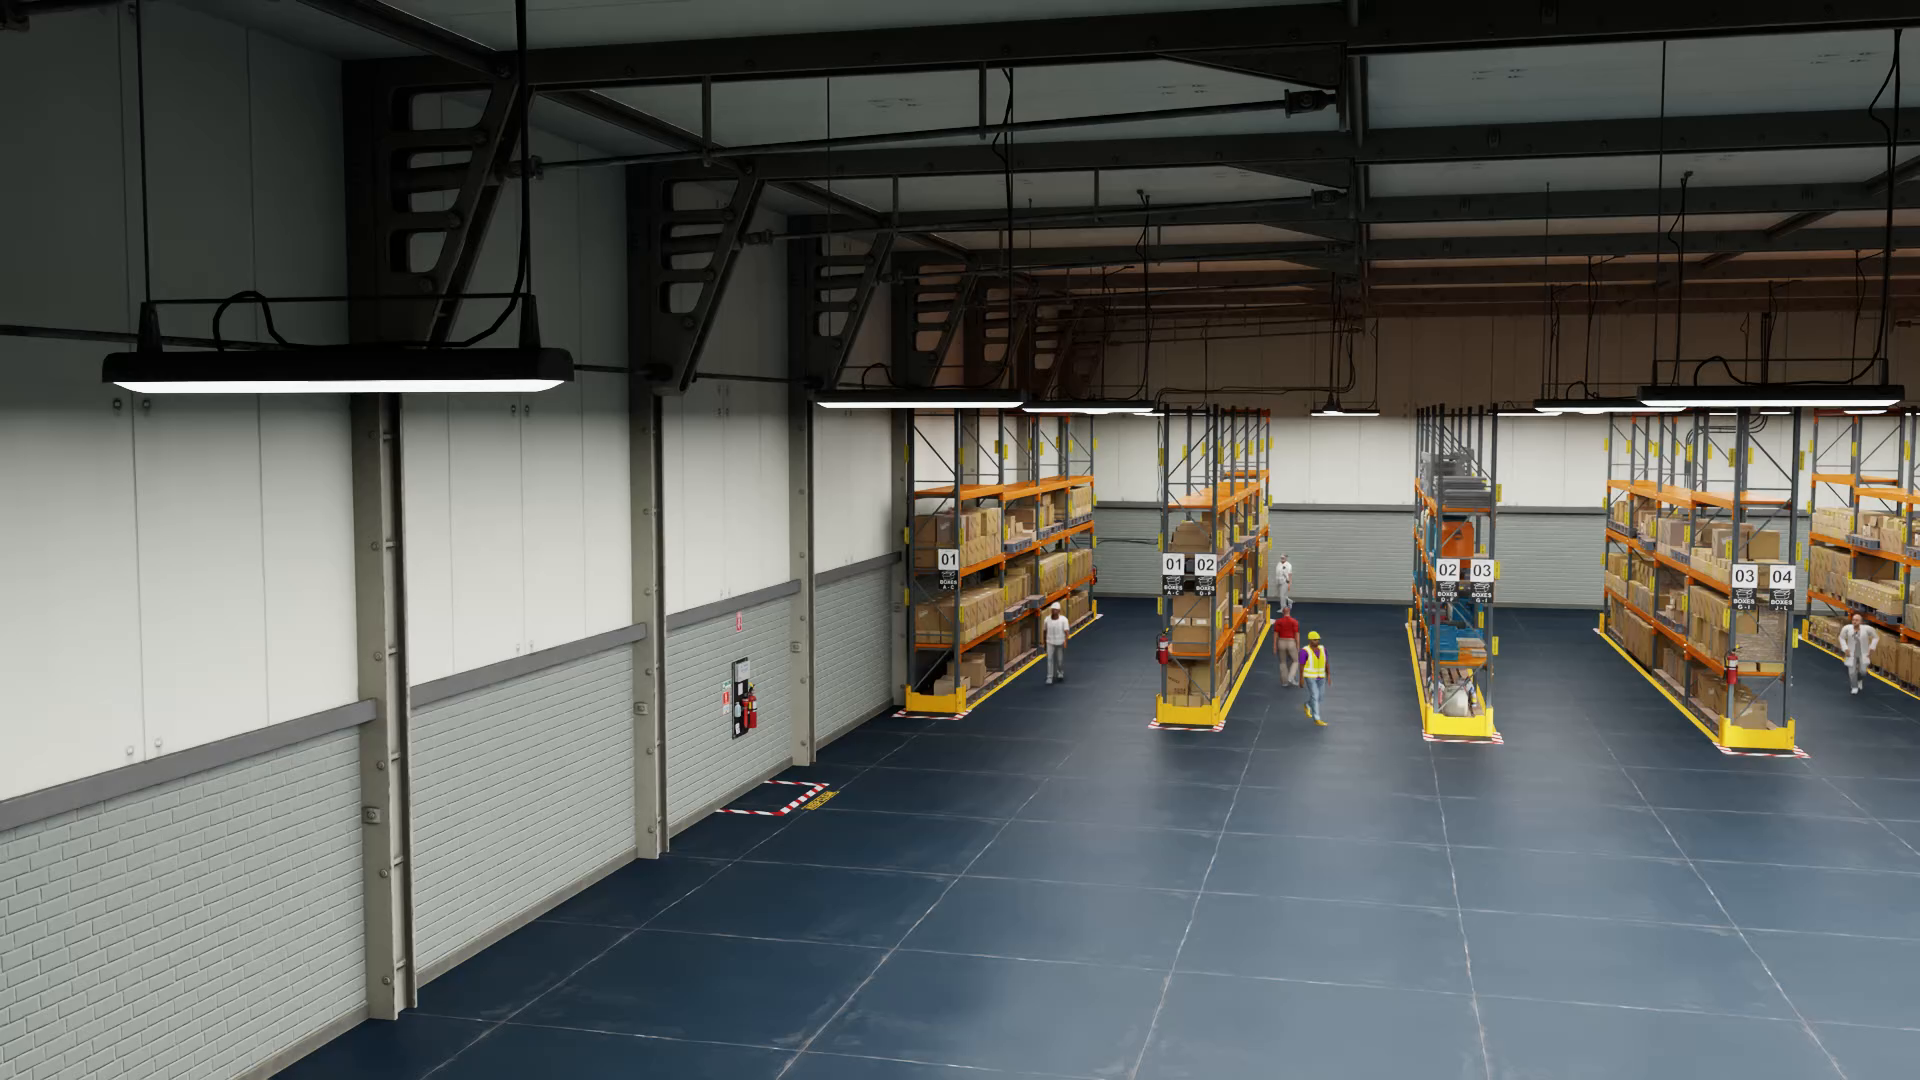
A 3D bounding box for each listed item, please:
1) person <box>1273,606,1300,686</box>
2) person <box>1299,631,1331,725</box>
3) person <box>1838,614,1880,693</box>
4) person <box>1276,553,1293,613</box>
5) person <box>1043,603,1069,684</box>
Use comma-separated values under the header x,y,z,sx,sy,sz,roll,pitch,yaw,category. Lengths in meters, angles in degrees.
x,y,z,sx,sy,sz,roll,pitch,yaw,category
6.985,2.280,35.539,0.582,1.723,0.547,2,4,20,person
6.655,2.572,31.274,0.608,1.751,0.862,-2,4,-20,person
18.714,2.369,34.644,0.750,1.683,0.638,2,5,23,person
9.592,1.254,49.106,0.702,1.749,0.542,-2,5,-27,person
2.071,2.229,36.068,0.594,1.709,1.081,1,4,11,person
